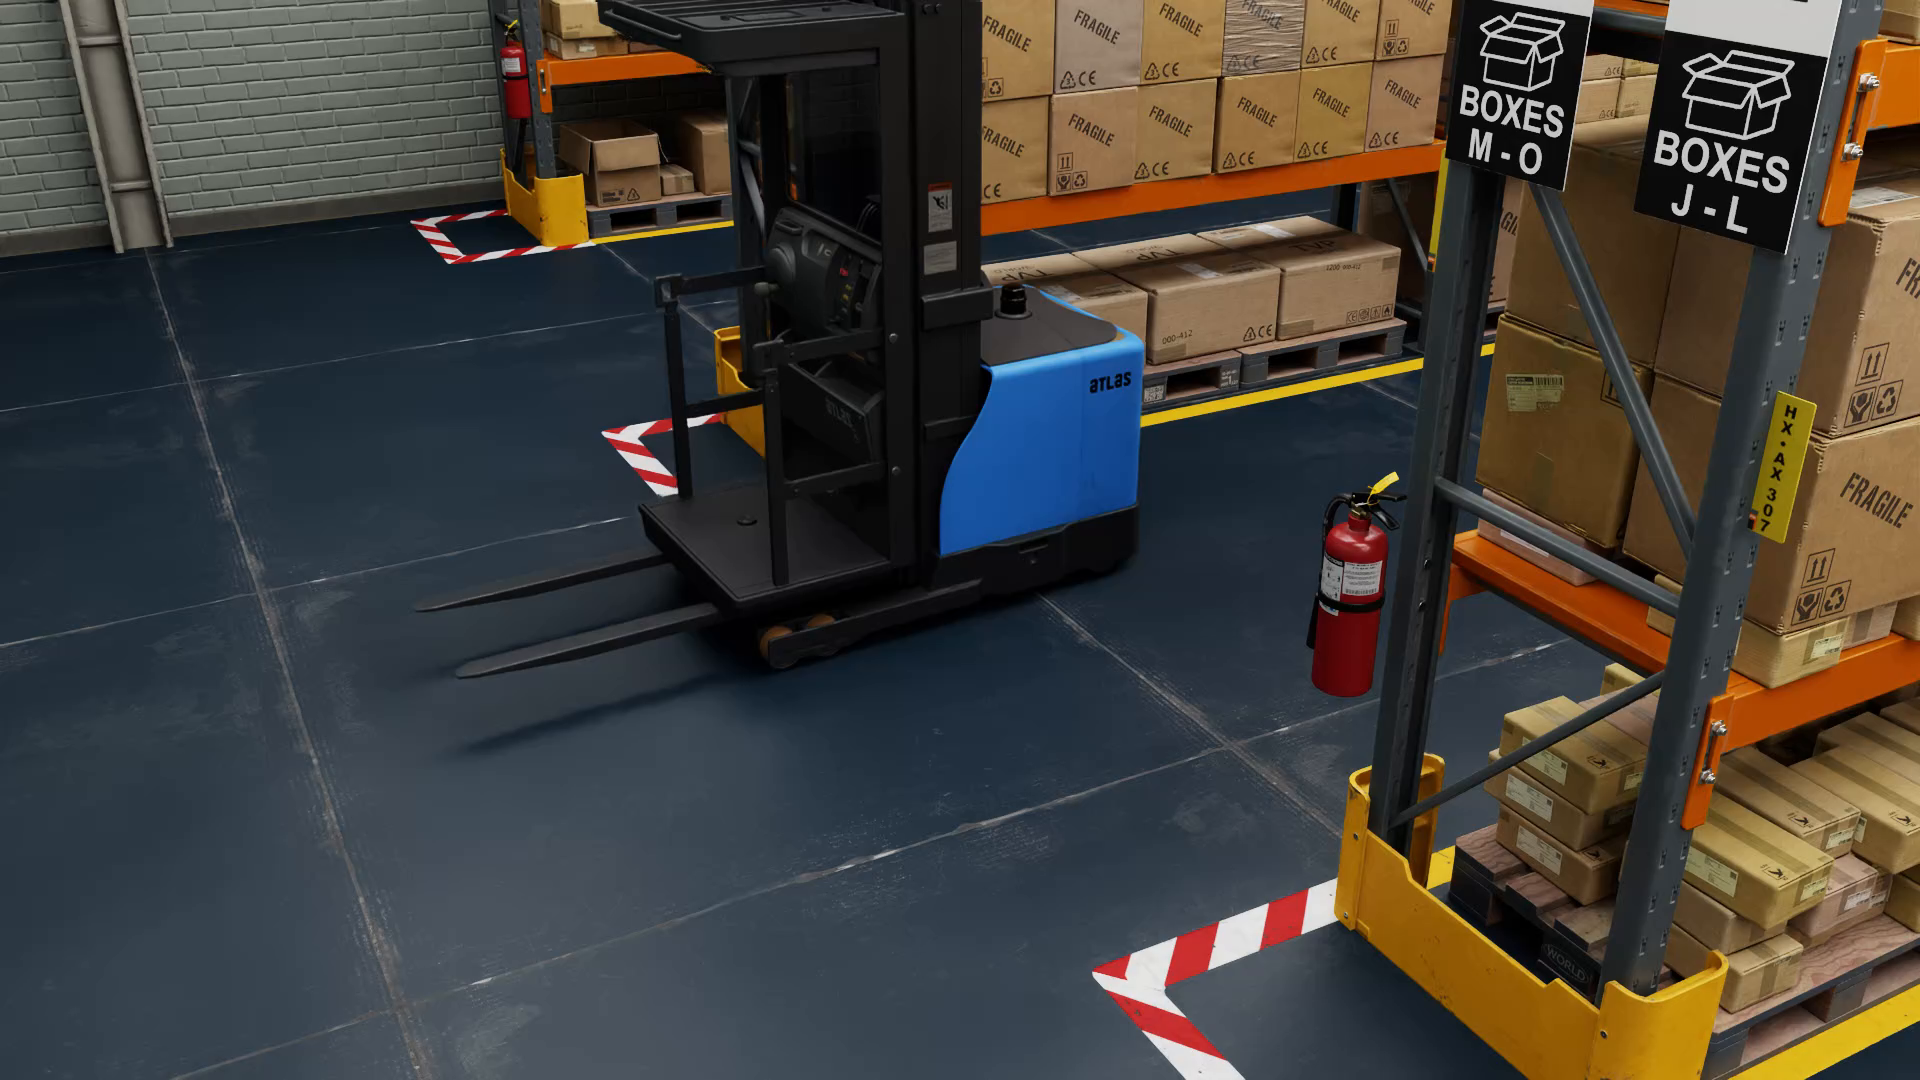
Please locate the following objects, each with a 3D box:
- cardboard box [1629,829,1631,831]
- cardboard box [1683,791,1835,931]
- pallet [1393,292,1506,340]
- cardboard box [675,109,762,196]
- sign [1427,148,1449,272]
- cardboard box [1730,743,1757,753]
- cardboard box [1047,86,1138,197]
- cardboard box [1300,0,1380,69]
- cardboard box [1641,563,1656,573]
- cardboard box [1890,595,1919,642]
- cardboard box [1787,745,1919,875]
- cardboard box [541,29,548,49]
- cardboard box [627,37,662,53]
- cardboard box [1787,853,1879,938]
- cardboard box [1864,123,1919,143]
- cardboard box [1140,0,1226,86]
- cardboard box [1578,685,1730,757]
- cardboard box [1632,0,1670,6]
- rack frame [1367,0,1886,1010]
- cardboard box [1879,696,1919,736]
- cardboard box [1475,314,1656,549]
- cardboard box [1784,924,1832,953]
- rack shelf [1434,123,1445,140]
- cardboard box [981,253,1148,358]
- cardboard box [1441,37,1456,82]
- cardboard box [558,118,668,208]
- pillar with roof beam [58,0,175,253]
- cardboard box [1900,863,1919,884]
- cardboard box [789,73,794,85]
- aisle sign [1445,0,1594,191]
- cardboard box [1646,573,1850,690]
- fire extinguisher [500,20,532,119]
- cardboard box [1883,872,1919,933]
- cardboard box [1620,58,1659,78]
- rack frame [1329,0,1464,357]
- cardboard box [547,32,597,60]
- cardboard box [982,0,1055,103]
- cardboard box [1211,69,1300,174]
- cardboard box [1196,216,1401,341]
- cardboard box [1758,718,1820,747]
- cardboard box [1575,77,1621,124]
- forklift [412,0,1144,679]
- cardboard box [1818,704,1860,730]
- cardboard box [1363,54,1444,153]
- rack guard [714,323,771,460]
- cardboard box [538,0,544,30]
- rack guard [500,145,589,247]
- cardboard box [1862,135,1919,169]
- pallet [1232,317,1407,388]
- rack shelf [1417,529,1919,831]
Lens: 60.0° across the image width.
[{"bbox_3d":[2.070,0.844,5.335,0.250,0.149,0.380,-12,28,-24],"label":"cardboard box"},{"bbox_3d":[2.146,0.877,4.579,0.250,0.149,0.380,-14,29,-27],"label":"cardboard box"},{"bbox_3d":[3.281,-1.587,10.812,1.213,0.211,1.003,-13,29,-25],"label":"pallet"},{"bbox_3d":[-1.876,-3.049,13.037,0.500,0.500,0.700,-12,28,-23],"label":"cardboard box"},{"bbox_3d":[1.281,-0.854,4.361,0.005,0.325,0.100,-13,29,-25],"label":"sign"},{"bbox_3d":[2.313,0.665,5.364,0.250,0.149,0.380,-14,29,-27],"label":"cardboard box"},{"bbox_3d":[0.555,-2.087,8.516,0.500,0.500,0.500,-13,29,-25],"label":"cardboard box"},{"bbox_3d":[1.897,-2.852,8.955,0.500,0.500,0.500,-13,29,-26],"label":"cardboard box"},{"bbox_3d":[1.916,-0.071,4.723,0.250,0.149,0.380,-13,29,-25],"label":"cardboard box"},{"bbox_3d":[2.432,0.097,4.373,0.250,0.149,0.380,-14,29,-27],"label":"cardboard box"},{"bbox_3d":[2.616,0.772,4.797,0.250,0.149,0.380,-13,29,-25],"label":"cardboard box"},{"bbox_3d":[-3.067,-3.795,12.480,0.250,0.149,0.380,-13,29,-26],"label":"cardboard box"},{"bbox_3d":[-2.396,-3.724,12.331,0.250,0.149,0.380,-13,29,-26],"label":"cardboard box"},{"bbox_3d":[2.376,0.945,4.781,0.250,0.149,0.380,-13,29,-25],"label":"cardboard box"},{"bbox_3d":[2.258,-0.895,4.534,0.500,0.500,0.500,-14,29,-27],"label":"cardboard box"},{"bbox_3d":[1.006,-2.646,8.525,0.500,0.500,0.500,-13,28,-25],"label":"cardboard box"},{"bbox_3d":[2.121,0.620,5.114,0.250,0.149,0.380,-12,28,-24],"label":"cardboard box"},{"bbox_3d":[1.801,-1.452,4.016,0.500,0.250,0.500,-14,29,-26],"label":"cardboard box"},{"bbox_3d":[1.524,0.026,4.230,0.127,3.000,1.000,-13,29,-25],"label":"rack frame"},{"bbox_3d":[3.045,0.637,5.078,0.250,0.149,0.380,-12,28,-23],"label":"cardboard box"},{"bbox_3d":[1.800,-0.343,4.539,0.500,0.500,0.500,-12,28,-24],"label":"cardboard box"},{"bbox_3d":[2.330,1.053,4.900,0.250,0.149,0.380,-13,29,-25],"label":"cardboard box"},{"bbox_3d":[4.400,-2.741,10.825,4.000,0.370,1.077,-13,29,-25],"label":"rack shelf"},{"bbox_3d":[0.445,-1.240,9.342,0.875,0.438,0.875,-12,28,-24],"label":"cardboard box"},{"bbox_3d":[3.156,-2.798,9.708,0.500,0.250,0.500,-14,29,-27],"label":"cardboard box"},{"bbox_3d":[-2.649,-2.891,12.705,0.637,0.503,0.797,-14,29,-27],"label":"cardboard box"},{"bbox_3d":[-4.011,-4.594,6.922,0.400,9.000,9.100,-13,29,-25],"label":"pillar with roof beam"},{"bbox_3d":[2.827,0.851,4.978,0.250,0.149,0.380,-12,28,-24],"label":"cardboard box"},{"bbox_3d":[-0.581,-2.529,8.280,0.500,0.500,0.500,-12,28,-23],"label":"cardboard box"},{"bbox_3d":[1.319,-1.245,3.875,0.004,0.787,0.394,-13,29,-25],"label":"aisle sign"},{"bbox_3d":[1.964,0.199,4.161,0.250,0.149,0.380,-13,29,-26],"label":"cardboard box"},{"bbox_3d":[-3.145,-3.329,11.739,0.183,0.674,0.296,-13,29,-25],"label":"fire extinguisher"},{"bbox_3d":[2.823,0.990,5.032,0.250,0.149,0.380,-13,28,-24],"label":"cardboard box"},{"bbox_3d":[4.061,-3.008,10.144,0.500,0.250,0.500,-13,28,-24],"label":"cardboard box"},{"bbox_3d":[2.635,-2.658,9.821,0.127,3.000,1.000,-13,29,-25],"label":"rack frame"},{"bbox_3d":[-2.814,-3.588,12.047,0.250,0.149,0.380,-13,29,-25],"label":"cardboard box"},{"bbox_3d":[0.116,-2.436,8.088,0.500,0.500,0.500,-14,29,-26],"label":"cardboard box"},{"bbox_3d":[1.458,-2.296,8.952,0.500,0.500,0.500,-13,29,-26],"label":"cardboard box"},{"bbox_3d":[2.031,-1.606,10.104,0.875,0.438,0.875,-13,29,-26],"label":"cardboard box"},{"bbox_3d":[2.548,0.490,5.385,0.250,0.149,0.380,-14,29,-27],"label":"cardboard box"},{"bbox_3d":[3.604,-2.686,10.051,0.500,0.250,0.500,-14,29,-26],"label":"cardboard box"},{"bbox_3d":[-0.730,-1.066,6.584,3.031,2.935,1.130,-14,29,-27],"label":"forklift"},{"bbox_3d":[2.764,0.555,5.594,0.250,0.149,0.380,-13,28,-24],"label":"cardboard box"},{"bbox_3d":[2.346,-2.511,9.400,0.500,0.500,0.500,-13,28,-25],"label":"cardboard box"},{"bbox_3d":[-0.915,-0.712,8.655,0.348,0.500,1.175,-13,29,-25],"label":"rack guard"},{"bbox_3d":[-2.952,-4.000,12.445,0.500,0.250,0.500,-12,28,-24],"label":"cardboard box"},{"bbox_3d":[-3.166,-2.627,12.644,0.348,0.500,1.175,-13,29,-25],"label":"rack guard"},{"bbox_3d":[2.488,-0.699,4.126,0.500,0.500,0.500,-12,28,-24],"label":"cardboard box"},{"bbox_3d":[1.927,-1.276,10.164,1.213,0.211,1.003,-13,29,-25],"label":"pallet"},{"bbox_3d":[3.289,-0.057,5.234,4.000,0.370,1.077,-13,29,-25],"label":"rack shelf"}]
